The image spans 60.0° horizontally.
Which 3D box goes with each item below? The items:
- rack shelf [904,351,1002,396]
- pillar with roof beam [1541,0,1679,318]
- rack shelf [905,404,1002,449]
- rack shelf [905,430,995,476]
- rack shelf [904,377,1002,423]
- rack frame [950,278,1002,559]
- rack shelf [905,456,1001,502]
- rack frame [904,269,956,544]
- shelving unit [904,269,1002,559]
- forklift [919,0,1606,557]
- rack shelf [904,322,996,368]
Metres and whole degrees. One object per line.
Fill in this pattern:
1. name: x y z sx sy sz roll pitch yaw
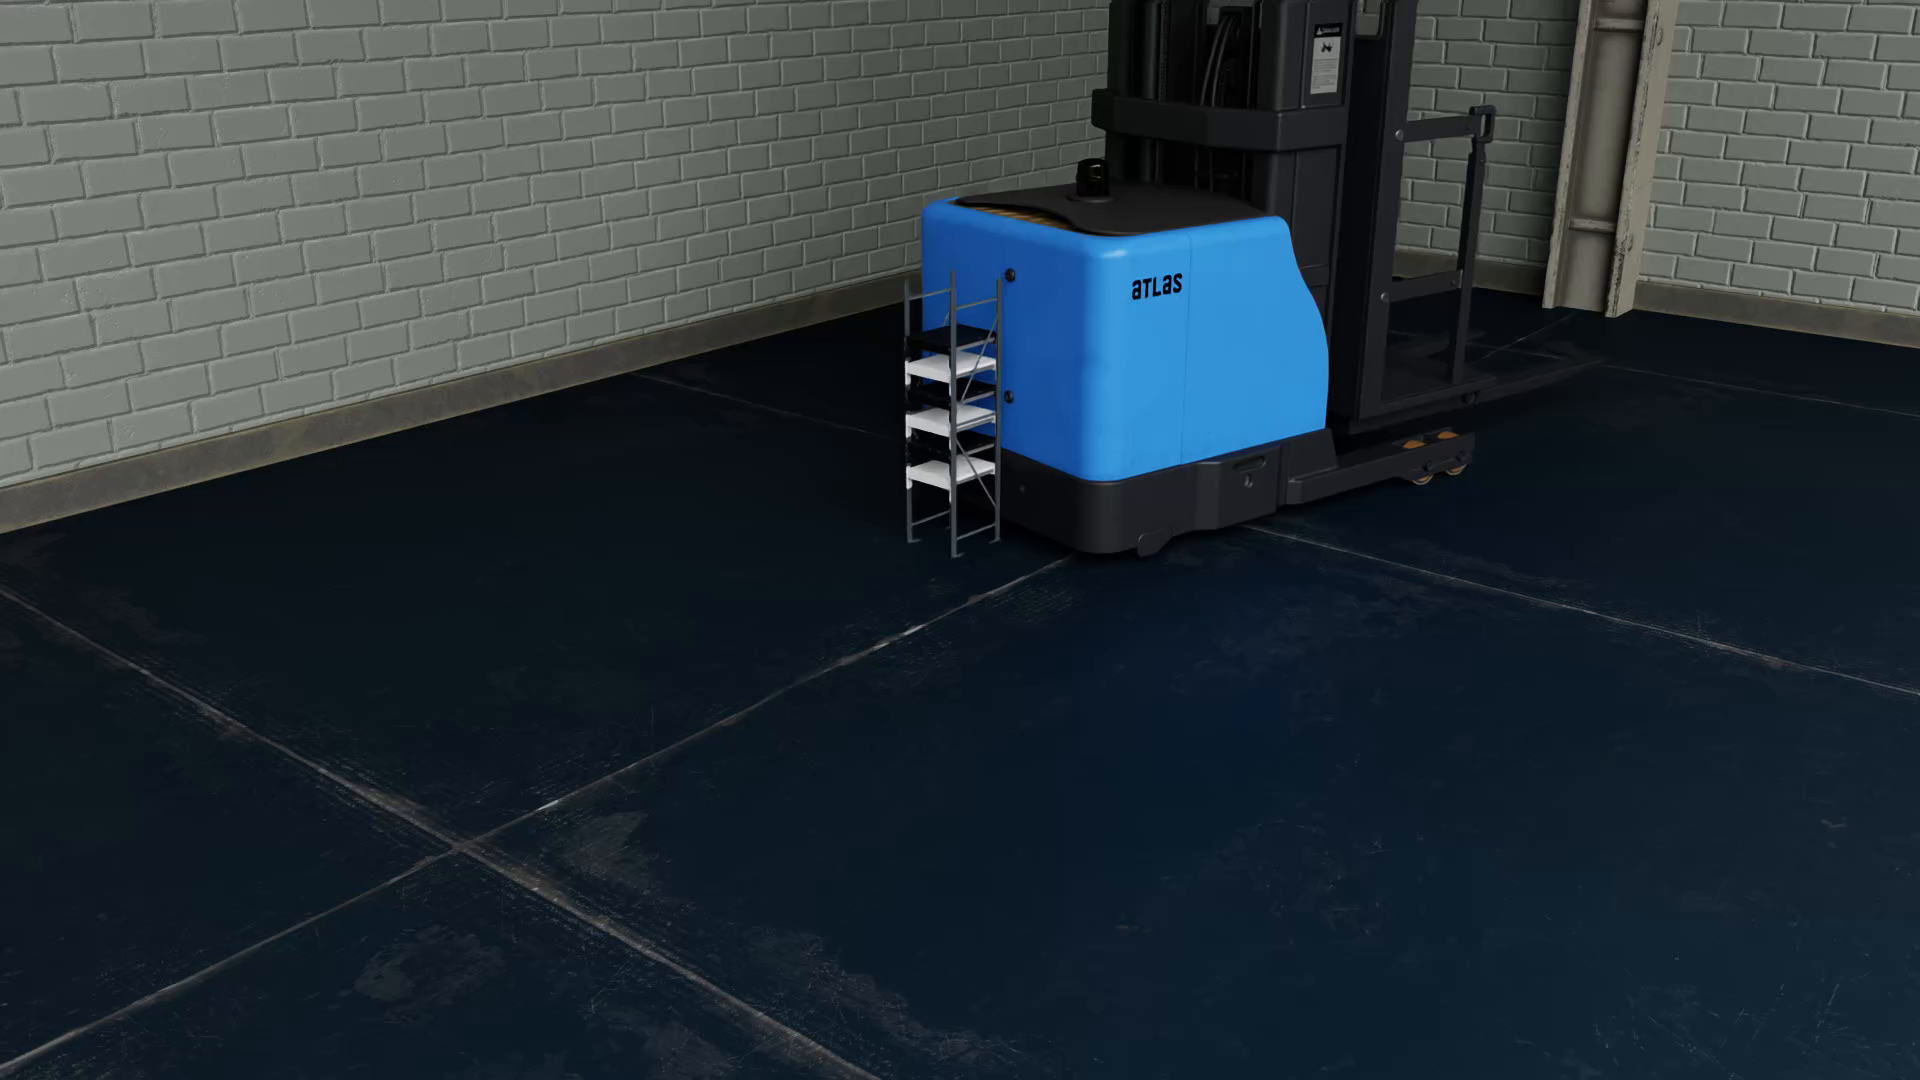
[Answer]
1. rack shelf: -0.022 -0.552 5.442 0.200 0.077 0.258 18 27 39
2. pillar with roof beam: 0.678 -4.294 4.301 0.400 9.000 9.100 16 26 36
3. rack shelf: -0.022 -0.384 5.506 0.200 0.077 0.258 18 27 39
4. rack shelf: -0.022 -0.300 5.538 0.200 0.077 0.258 18 27 39
5. rack shelf: -0.022 -0.468 5.474 0.200 0.077 0.258 18 27 39
6. rack frame: 0.053 -0.391 5.430 0.006 0.900 0.240 18 27 39
7. rack shelf: -0.022 -0.216 5.569 0.200 0.077 0.258 18 27 39
8. rack frame: -0.097 -0.439 5.558 0.006 0.900 0.240 18 27 39
9. shelving unit: -0.022 -0.415 5.494 0.210 0.900 0.258 18 27 39
10. forklift: 1.338 -1.710 6.050 3.031 2.935 1.130 -15 25 -34
11. rack shelf: -0.022 -0.637 5.410 0.200 0.077 0.258 18 27 39
